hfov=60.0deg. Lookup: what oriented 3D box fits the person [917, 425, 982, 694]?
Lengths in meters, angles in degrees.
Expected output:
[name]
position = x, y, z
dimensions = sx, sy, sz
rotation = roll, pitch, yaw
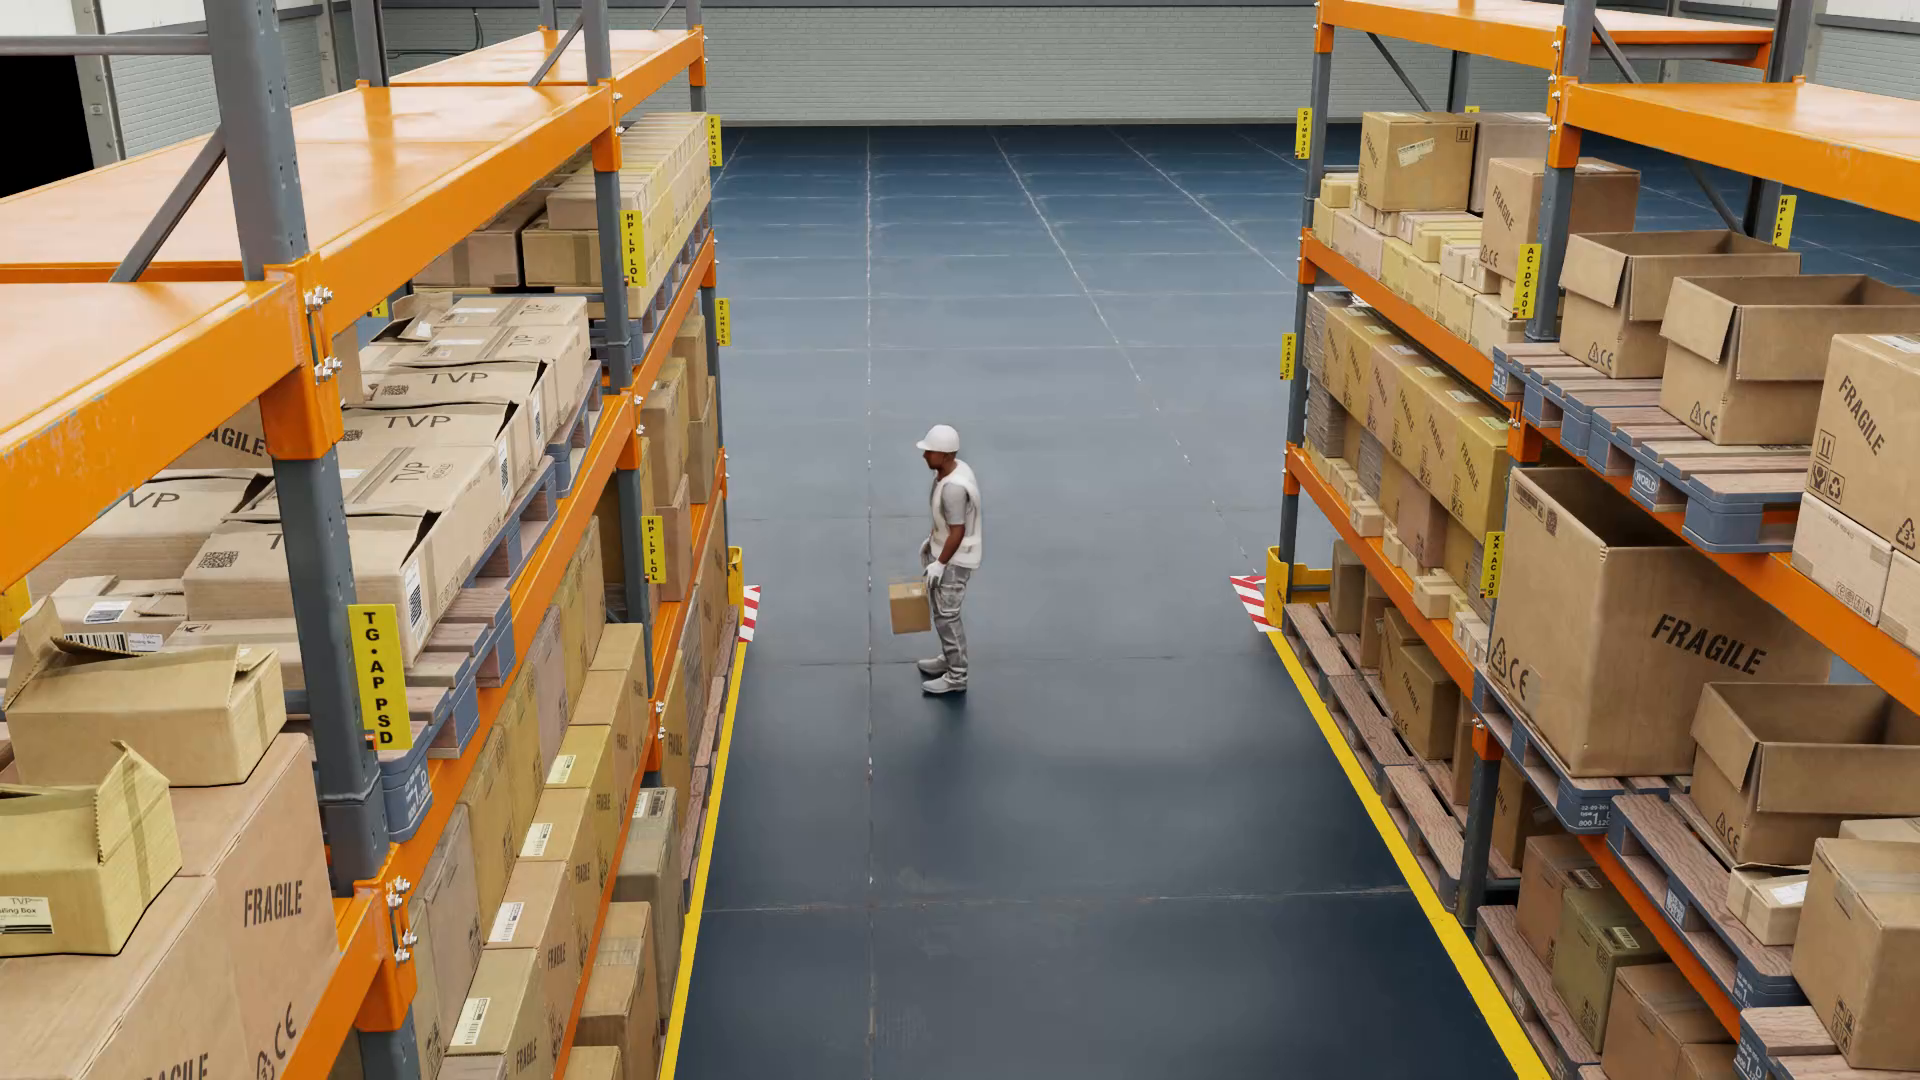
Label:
[person]
position = -0.070, 0.112, 10.746
dimensions = 0.411, 1.781, 0.575
rotation = -2, 20, -4
